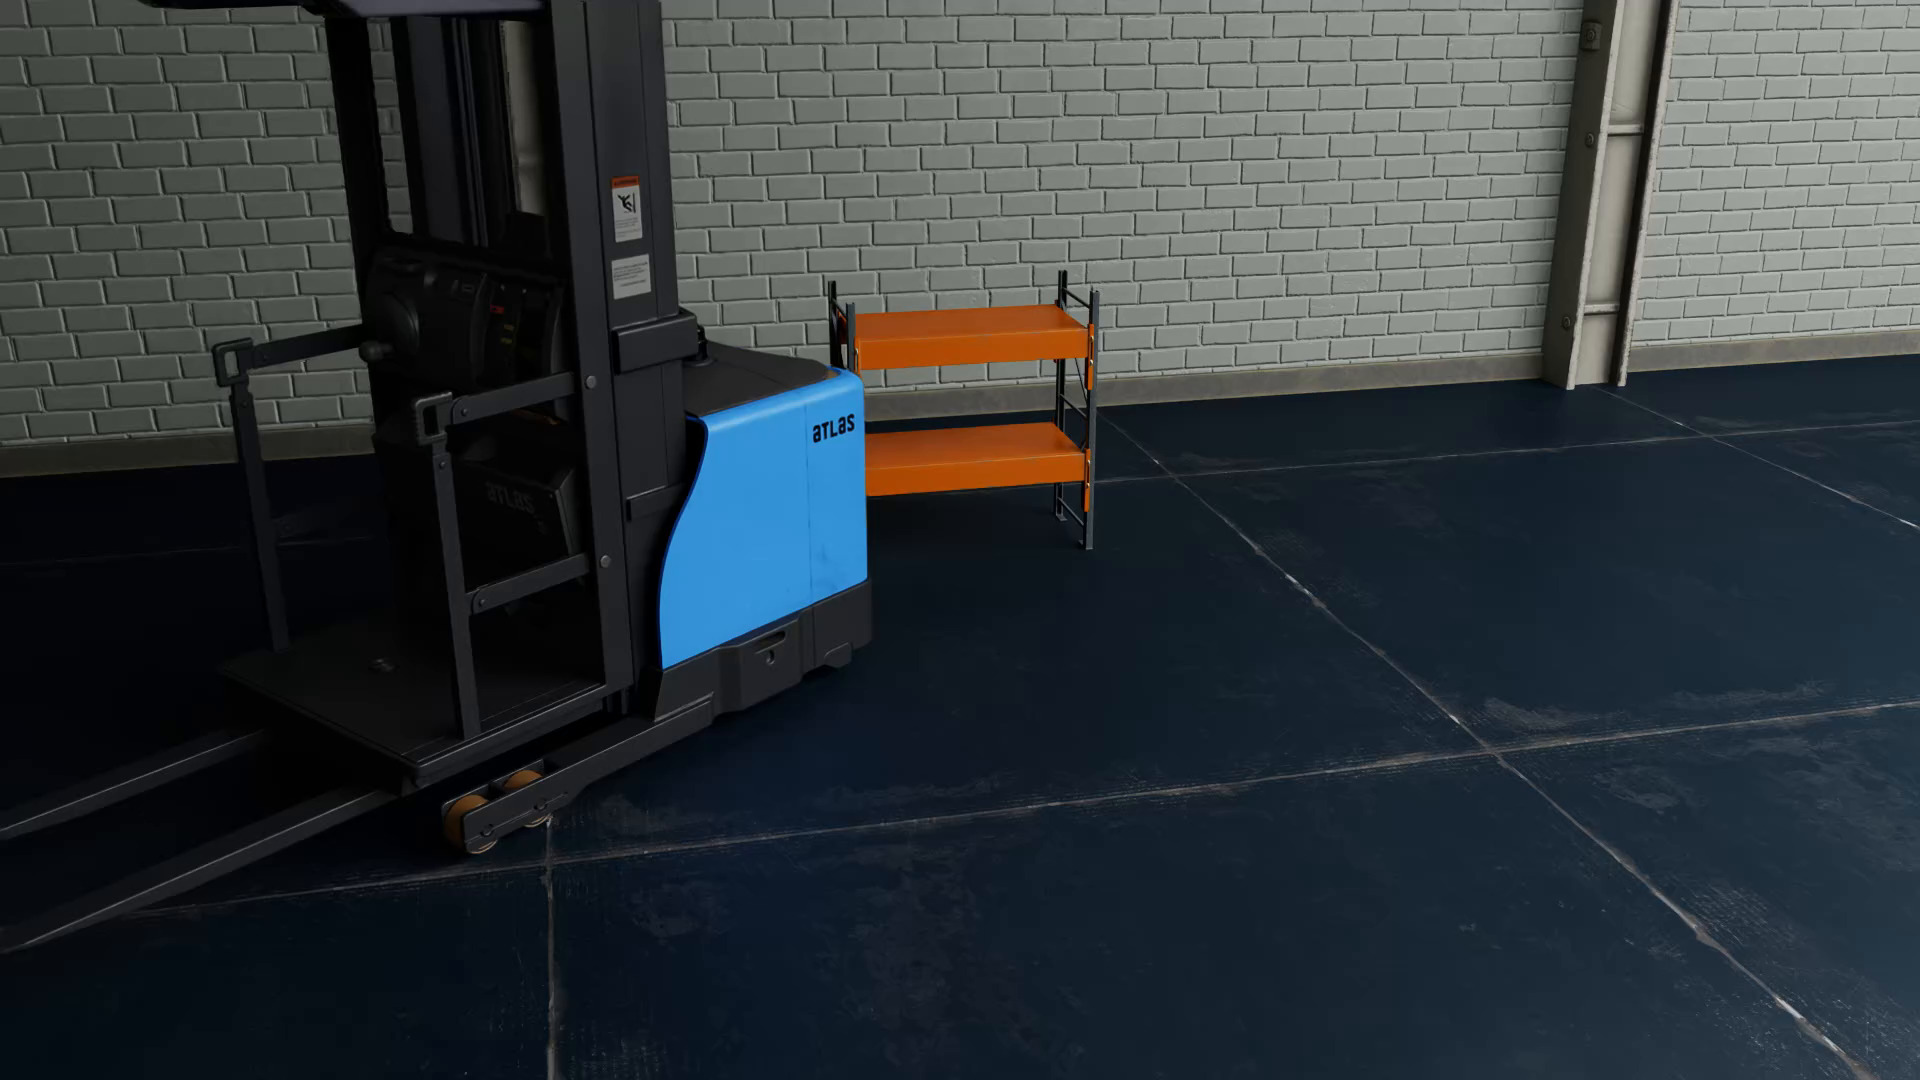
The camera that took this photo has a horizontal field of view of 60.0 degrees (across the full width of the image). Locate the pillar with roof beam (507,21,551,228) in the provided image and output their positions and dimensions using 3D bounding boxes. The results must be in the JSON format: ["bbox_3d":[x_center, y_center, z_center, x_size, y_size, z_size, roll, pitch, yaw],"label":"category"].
[{"bbox_3d":[-1.151,-3.255,3.118,0.400,9.000,9.100,-5,21,-12],"label":"pillar with roof beam"}]

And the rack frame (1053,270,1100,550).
[{"bbox_3d":[0.501,-0.569,7.232,0.032,1.125,0.500,-5,21,-12],"label":"rack frame"}]

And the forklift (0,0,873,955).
[{"bbox_3d":[-1.627,-0.658,4.850,1.130,2.935,3.031,15,25,36],"label":"forklift"}]

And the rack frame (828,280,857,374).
[{"bbox_3d":[-0.488,-0.488,7.013,0.032,1.125,0.500,-5,21,-12],"label":"rack frame"}]

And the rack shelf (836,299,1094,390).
[{"bbox_3d":[0.007,-0.804,7.022,1.000,0.278,0.538,-5,21,-12],"label":"rack shelf"}]

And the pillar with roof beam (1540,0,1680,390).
[{"bbox_3d":[4.688,-3.730,4.415,0.400,9.000,9.100,-5,21,-12],"label":"pillar with roof beam"}]

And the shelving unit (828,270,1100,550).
[{"bbox_3d":[0.007,-0.529,7.123,1.048,1.125,0.538,-5,21,-12],"label":"shelving unit"}]

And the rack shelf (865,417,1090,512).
[{"bbox_3d":[0.007,-0.299,7.207,1.000,0.278,0.538,-5,21,-12],"label":"rack shelf"}]
